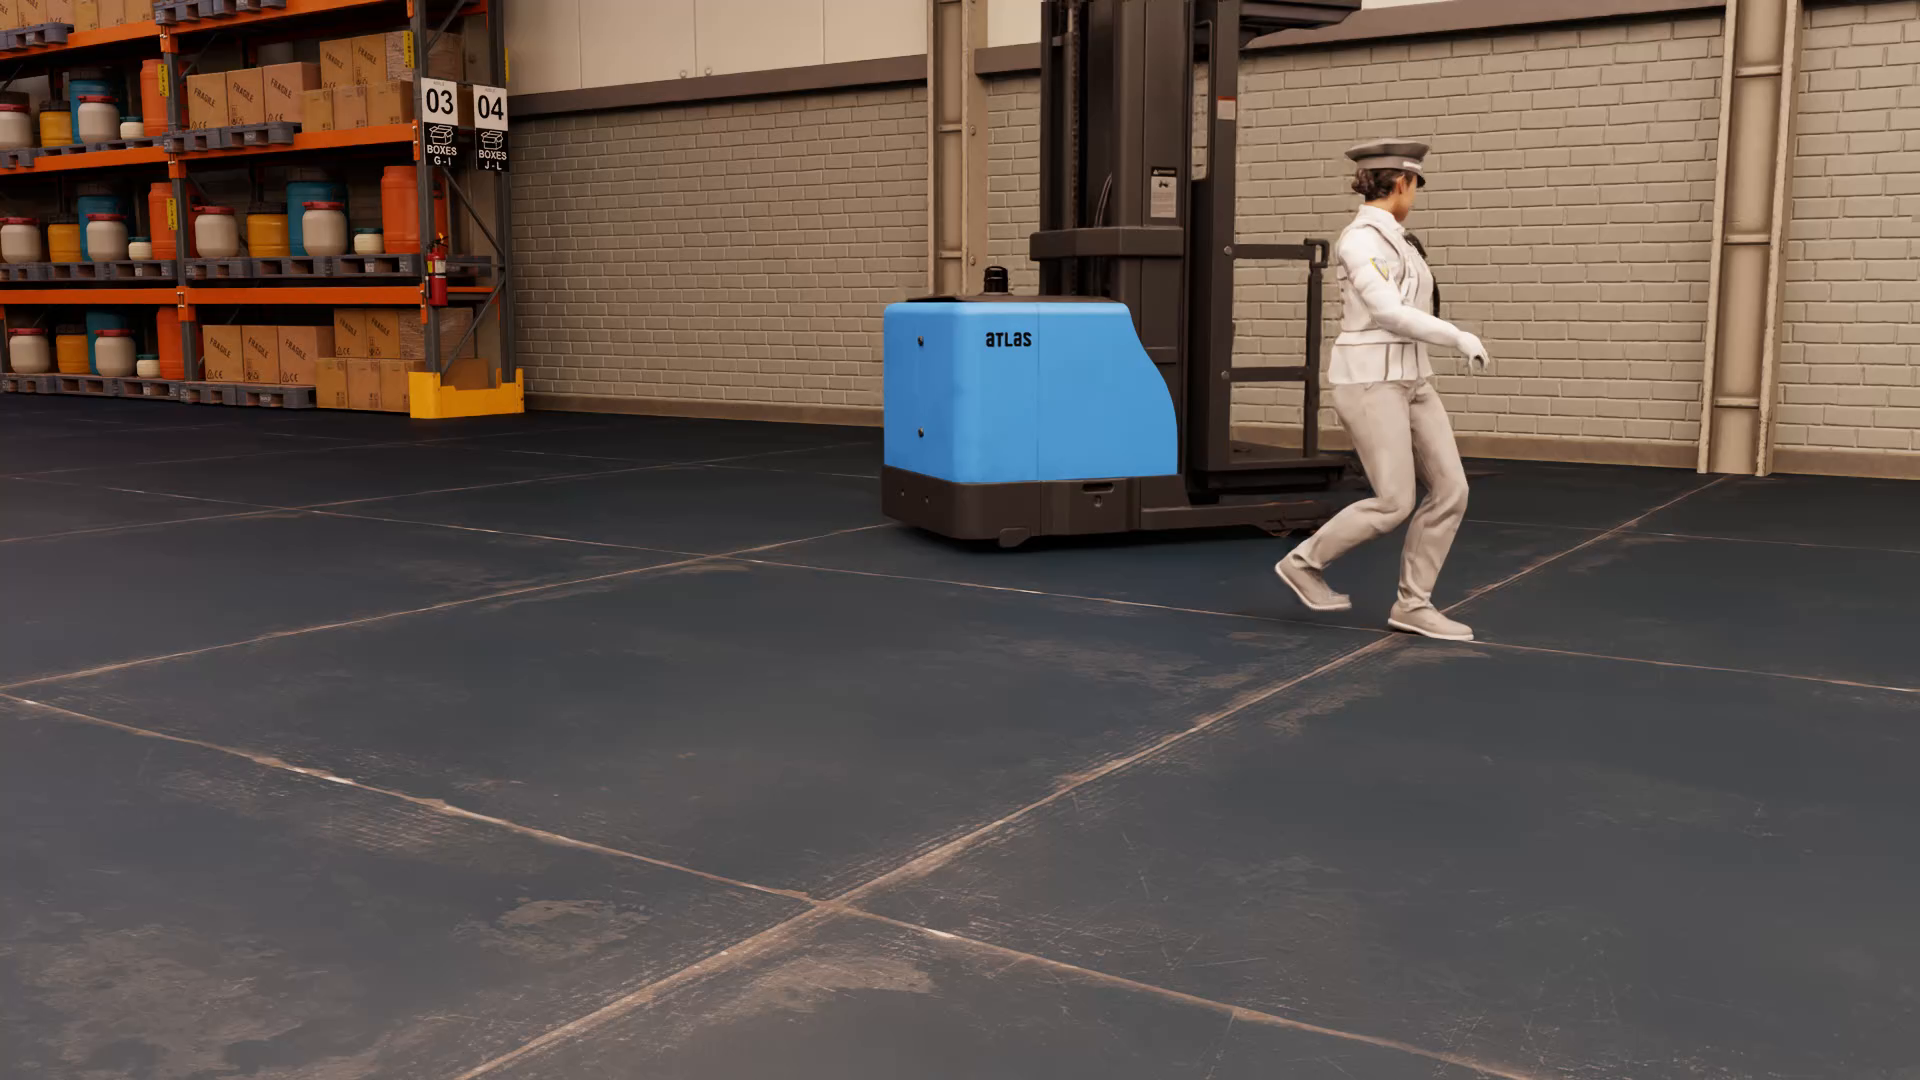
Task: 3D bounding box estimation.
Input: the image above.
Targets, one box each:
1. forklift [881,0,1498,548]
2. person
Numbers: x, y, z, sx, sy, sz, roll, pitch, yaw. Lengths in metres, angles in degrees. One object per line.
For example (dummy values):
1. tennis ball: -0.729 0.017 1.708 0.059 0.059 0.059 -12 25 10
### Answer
1. forklift: 1.192 -1.526 7.927 3.031 2.935 1.130 -3 9 -23
2. person: 1.409 -0.492 5.440 0.634 1.604 0.587 7 10 39
